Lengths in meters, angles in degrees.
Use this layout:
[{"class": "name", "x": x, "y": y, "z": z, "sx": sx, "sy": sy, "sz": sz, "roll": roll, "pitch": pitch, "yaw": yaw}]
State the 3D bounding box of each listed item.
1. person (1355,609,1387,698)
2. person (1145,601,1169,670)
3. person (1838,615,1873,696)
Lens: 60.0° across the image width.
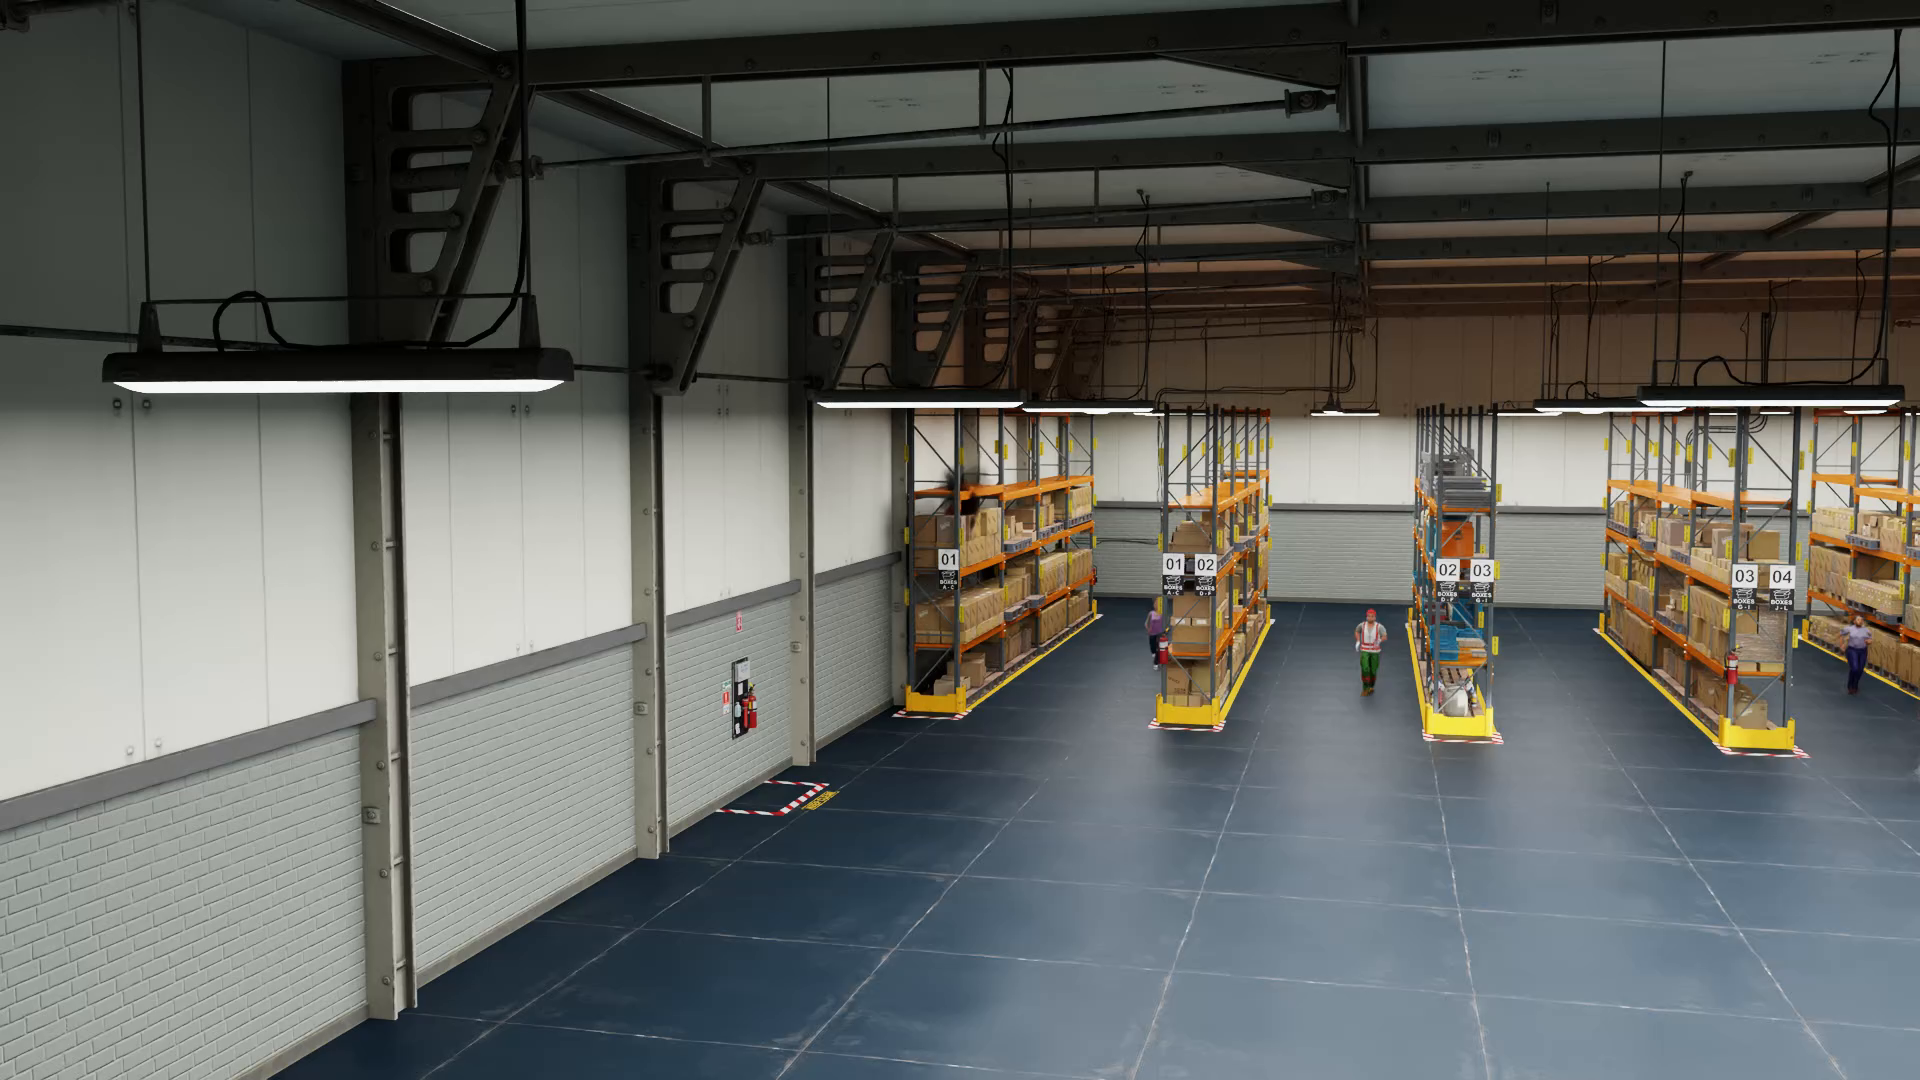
[{"class": "person", "x": 8.487, "y": 2.343, "z": 34.335, "sx": 0.637, "sy": 1.834, "sz": 0.767, "roll": 1, "pitch": 4, "yaw": 13}, {"class": "person", "x": 4.508, "y": 2.174, "z": 38.201, "sx": 0.515, "sy": 1.562, "sz": 0.591, "roll": 1, "pitch": 4, "yaw": 8}, {"class": "person", "x": 18.633, "y": 2.397, "z": 34.550, "sx": 0.576, "sy": 1.697, "sz": 0.707, "roll": 0, "pitch": 4, "yaw": 4}]
